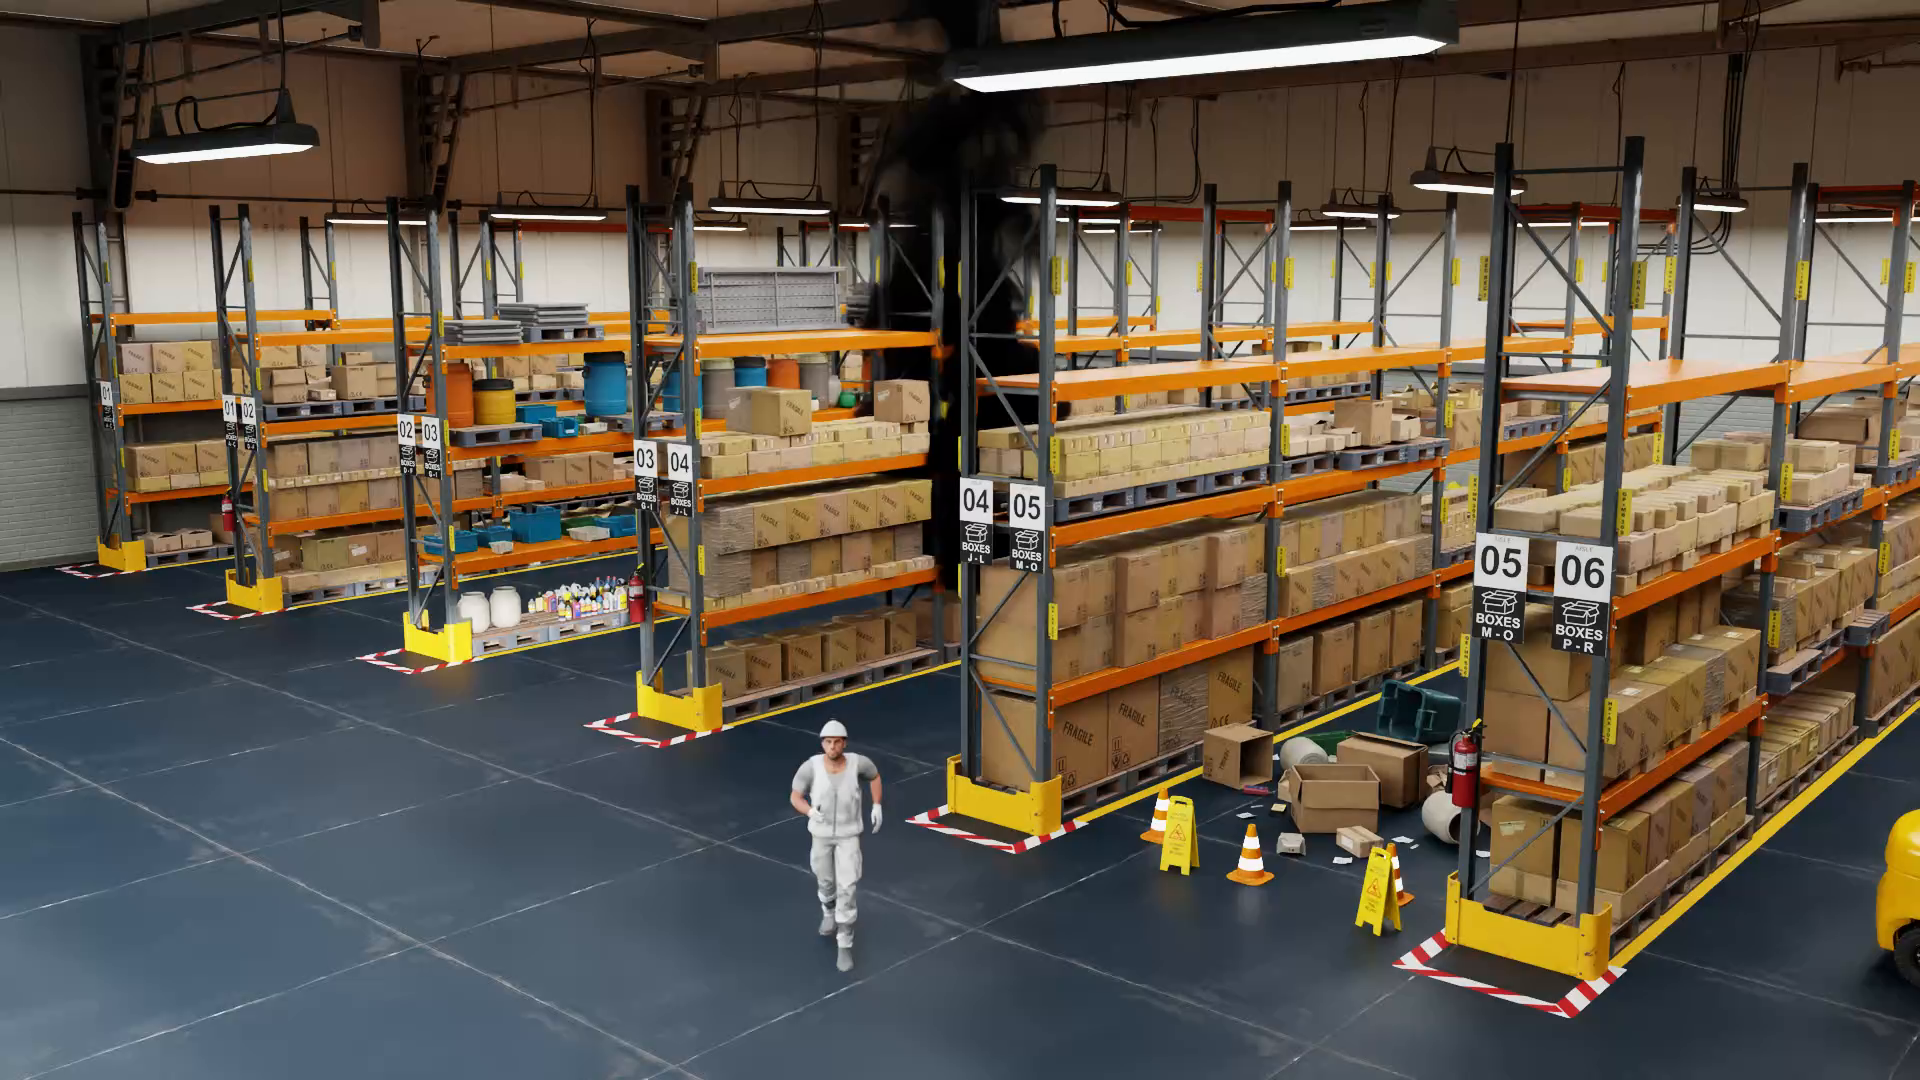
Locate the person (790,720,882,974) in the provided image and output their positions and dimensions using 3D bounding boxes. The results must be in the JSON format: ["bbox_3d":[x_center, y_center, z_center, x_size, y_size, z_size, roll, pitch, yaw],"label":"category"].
[{"bbox_3d":[-0.924,2.232,12.480,0.683,1.840,0.821,0,9,-1],"label":"person"}]

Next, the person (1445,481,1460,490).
[{"bbox_3d":[8.095,-0.107,26.888,0.919,1.738,0.713,-8,12,-39],"label":"person"}]
